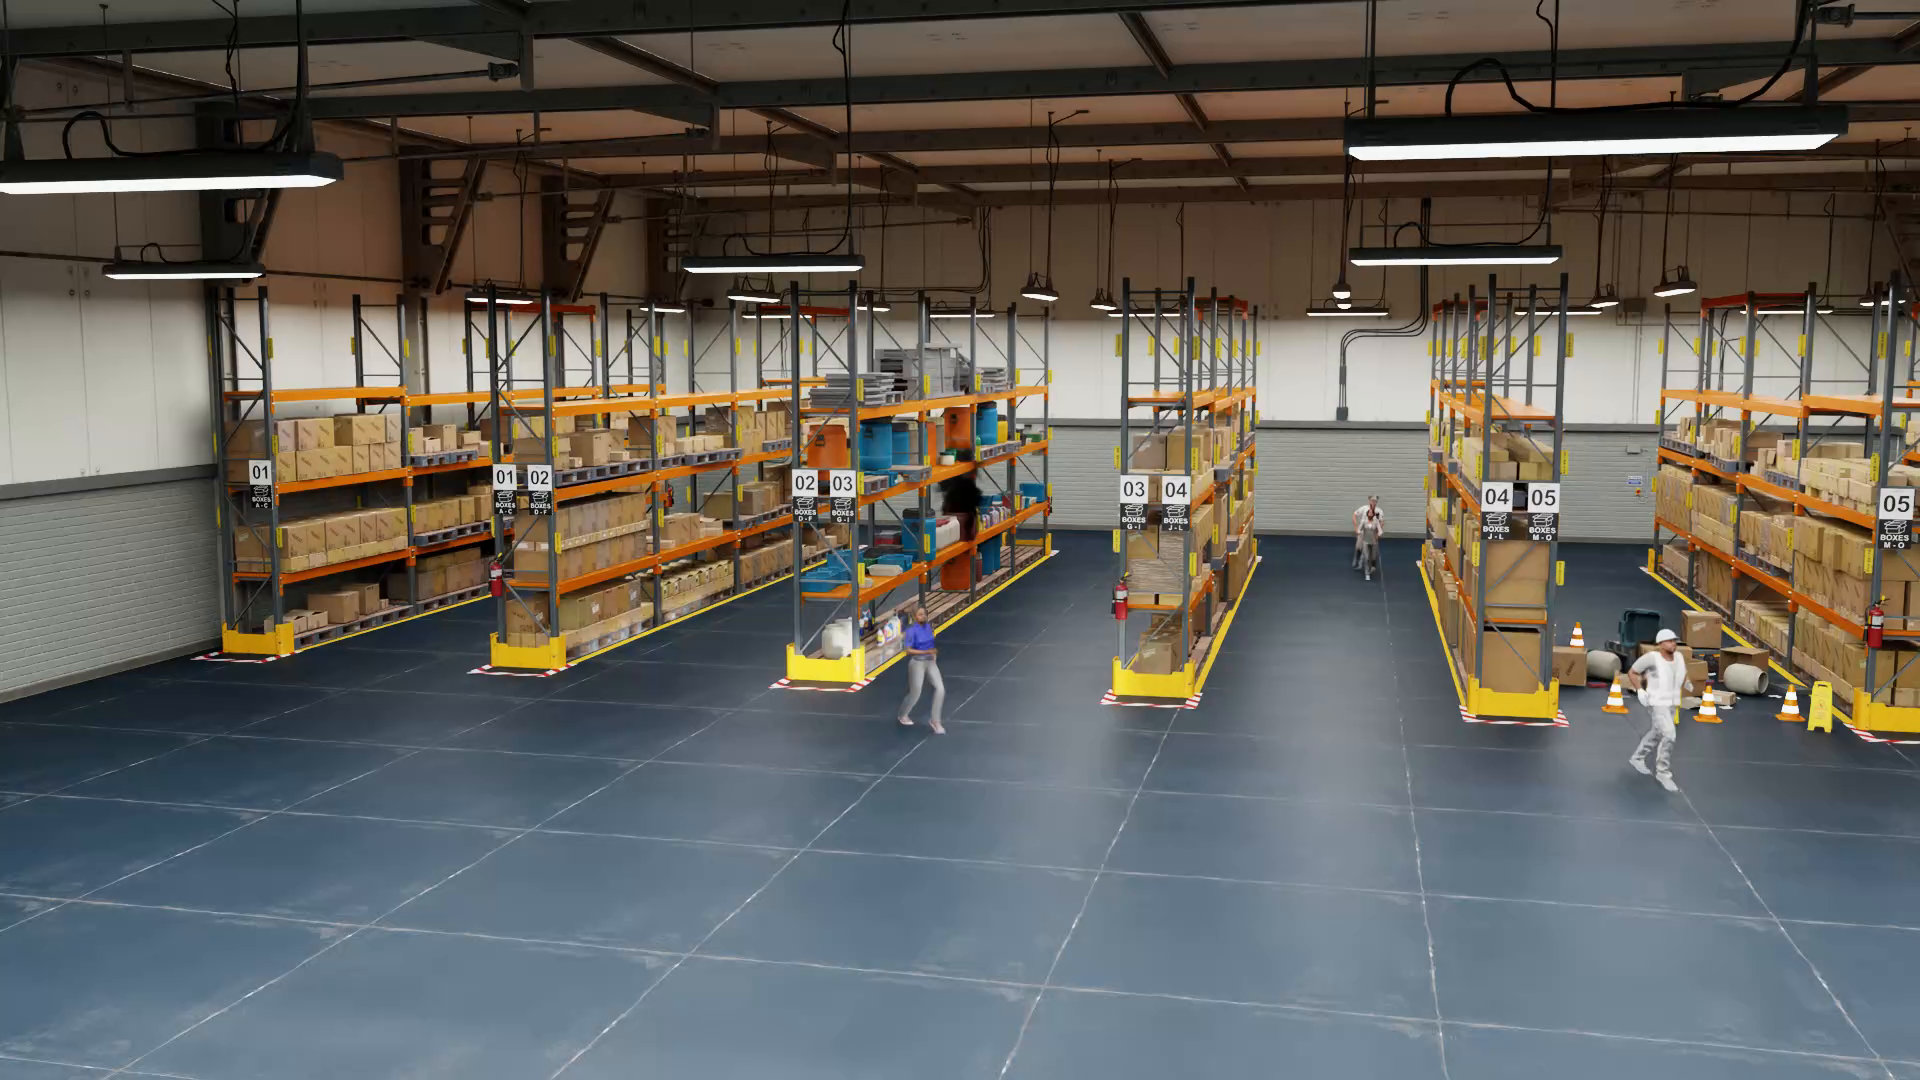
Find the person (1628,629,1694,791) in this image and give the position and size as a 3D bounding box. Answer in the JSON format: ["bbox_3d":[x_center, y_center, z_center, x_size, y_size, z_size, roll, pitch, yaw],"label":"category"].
[{"bbox_3d":[8.076,1.923,19.182,0.666,1.844,0.781,-3,7,-26],"label":"person"}]

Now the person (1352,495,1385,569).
[{"bbox_3d":[9.283,-0.182,37.773,0.699,1.708,0.550,1,7,8],"label":"person"}]

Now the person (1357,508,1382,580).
[{"bbox_3d":[8.901,0.081,36.159,0.540,1.551,0.637,2,7,16],"label":"person"}]

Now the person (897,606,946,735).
[{"bbox_3d":[-0.497,1.700,21.855,0.582,1.694,0.779,-5,9,-40],"label":"person"}]
